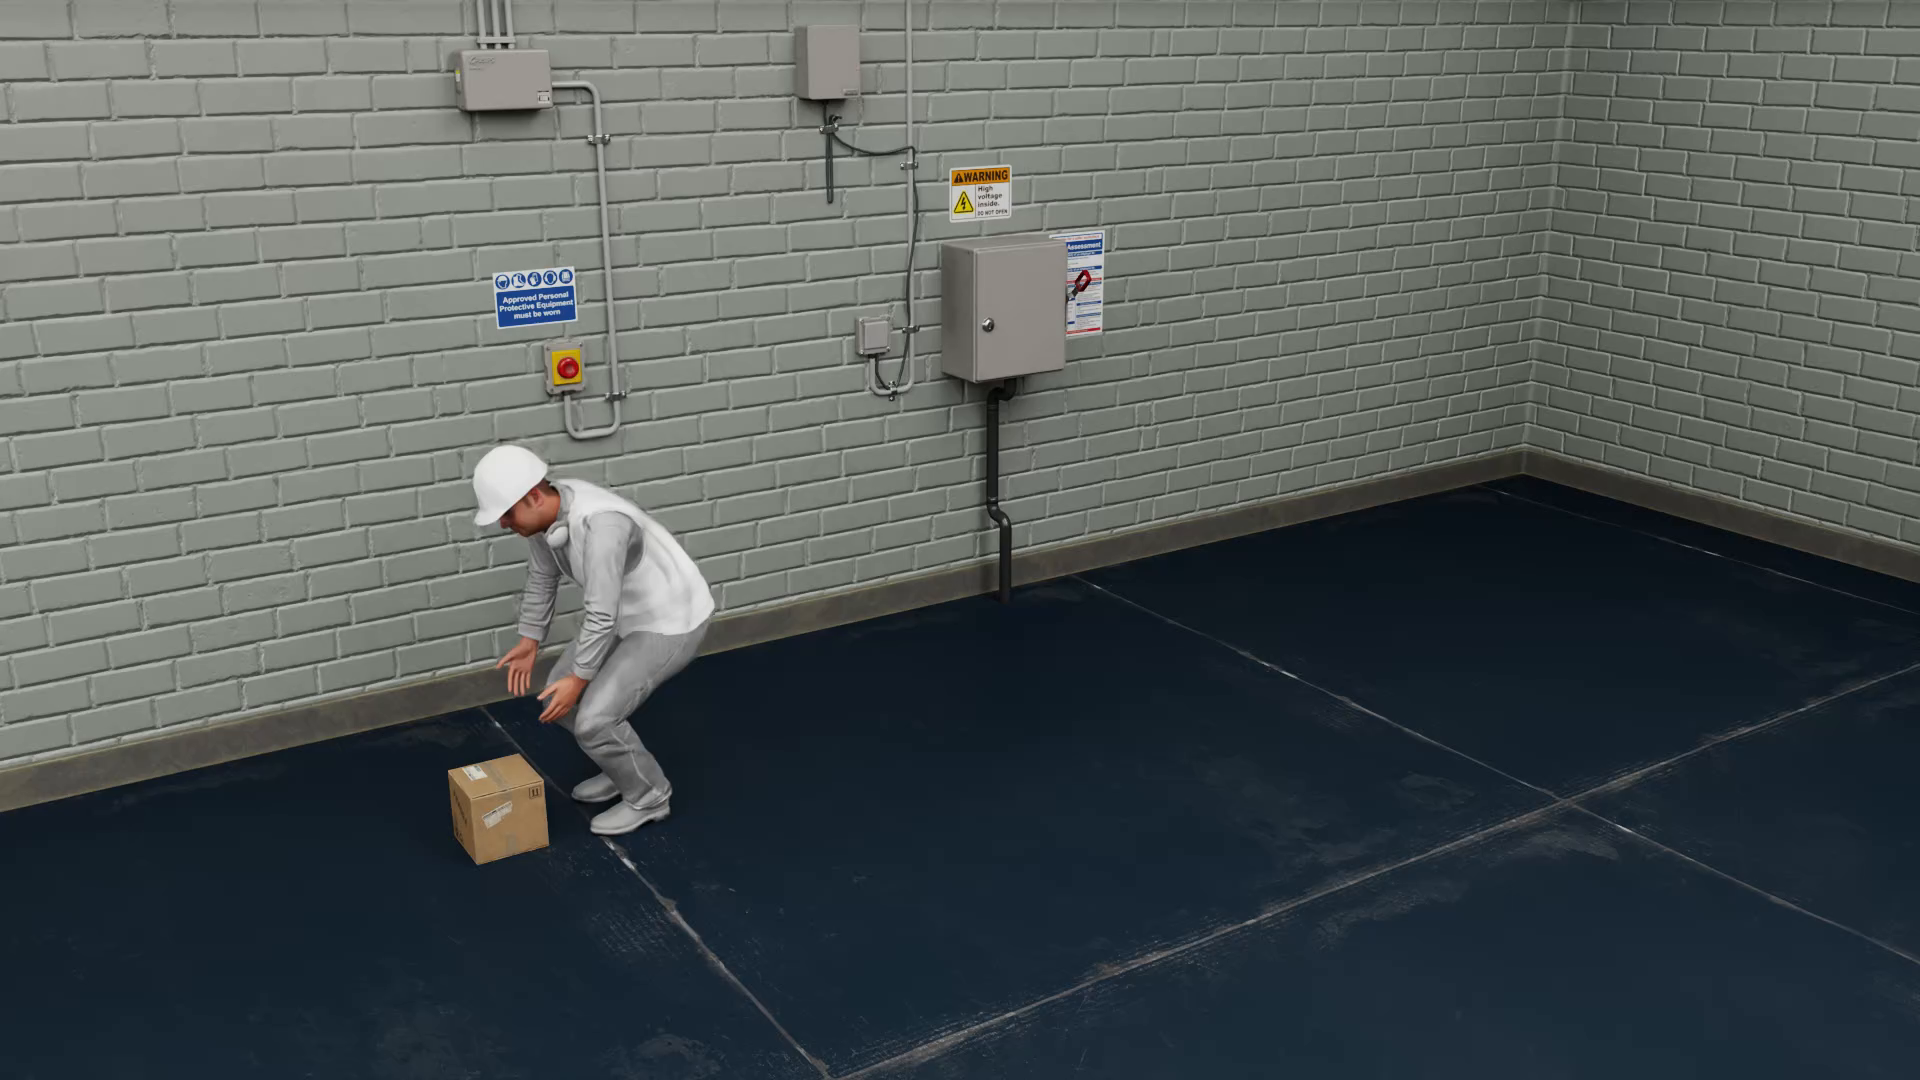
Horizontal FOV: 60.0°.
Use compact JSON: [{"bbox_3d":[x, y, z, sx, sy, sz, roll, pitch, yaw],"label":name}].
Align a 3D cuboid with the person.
[{"bbox_3d":[-1.224,0.316,5.667,0.785,1.390,0.590,-11,21,-31],"label":"person"}]
